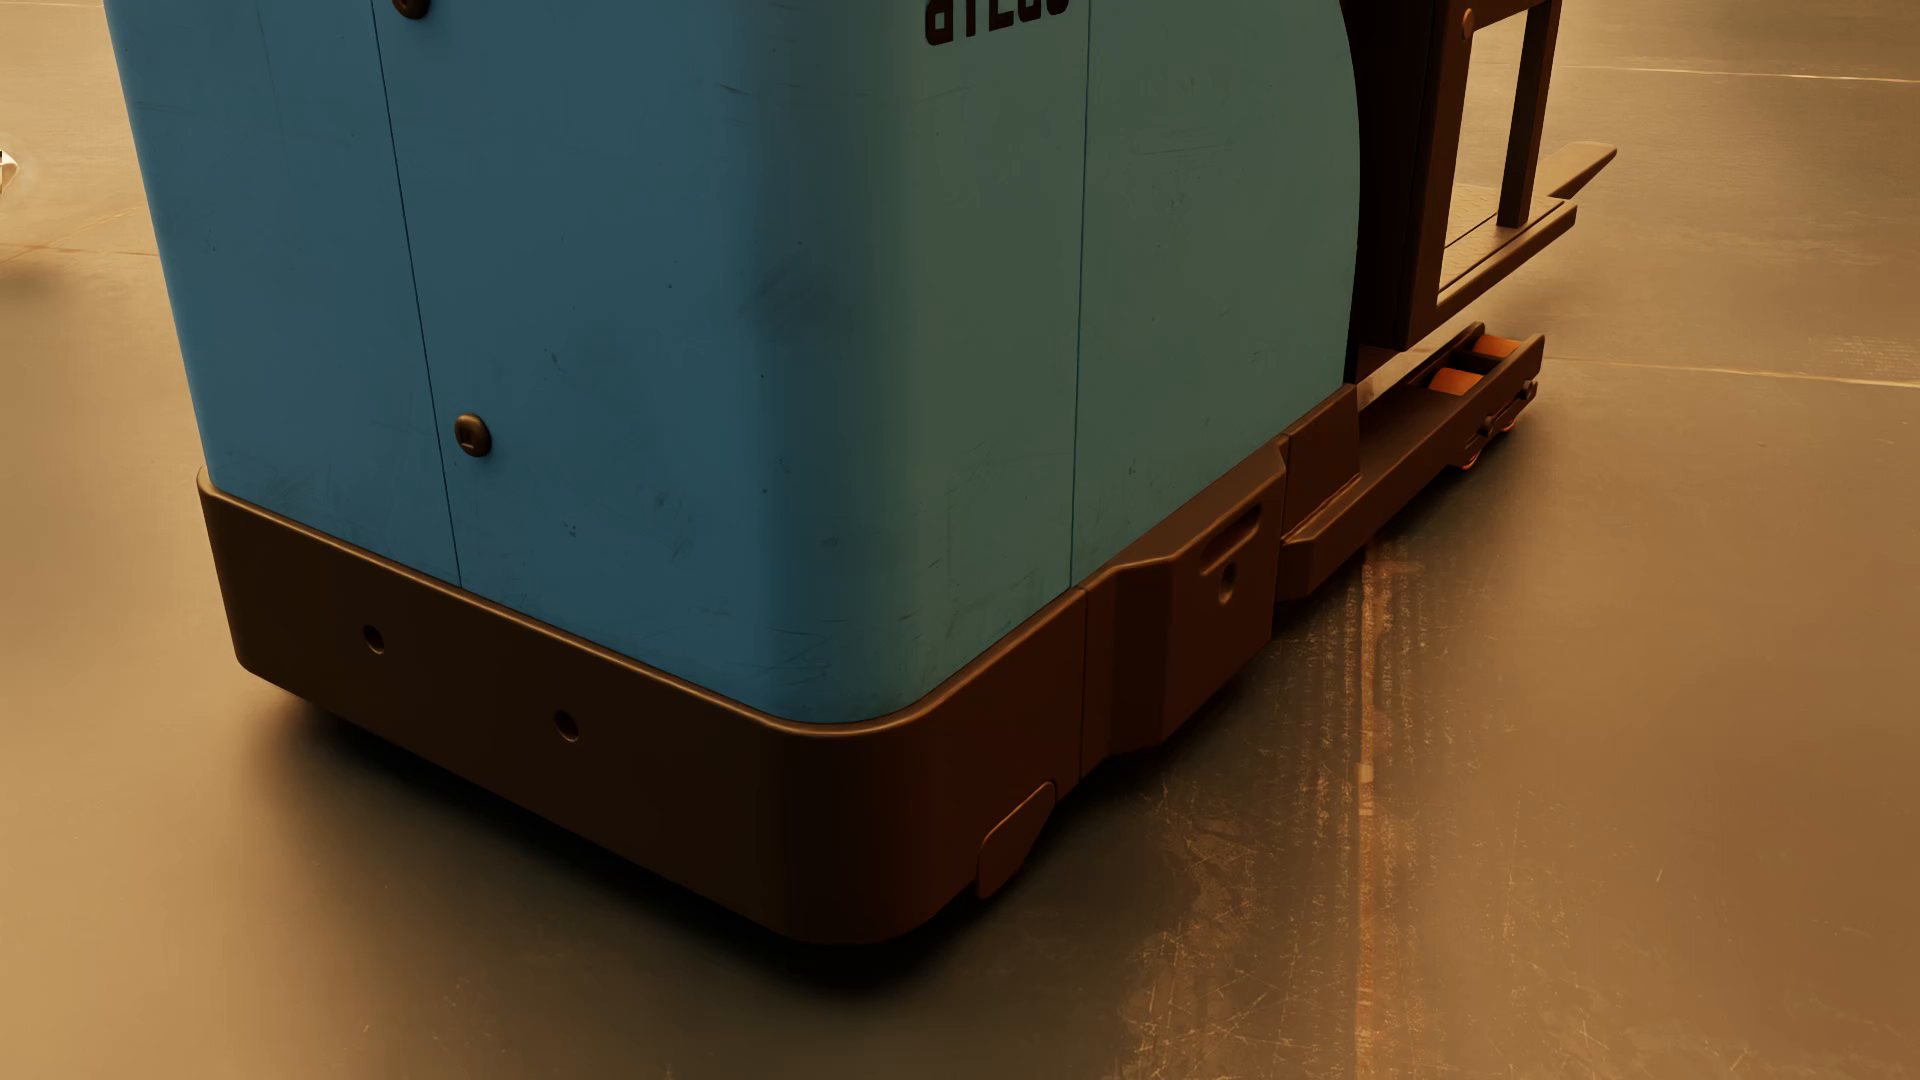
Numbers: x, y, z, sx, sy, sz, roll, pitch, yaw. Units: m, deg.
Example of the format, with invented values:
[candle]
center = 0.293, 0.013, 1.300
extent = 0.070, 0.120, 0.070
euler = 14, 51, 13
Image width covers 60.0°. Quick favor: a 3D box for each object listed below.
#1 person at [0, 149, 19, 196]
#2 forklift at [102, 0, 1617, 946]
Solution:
[person]
center = -2.393, -1.287, 3.348
extent = 0.533, 1.547, 0.595
euler = 2, 27, 4
[forklift]
center = 0.349, -1.534, 2.287
extent = 1.130, 2.935, 3.031
euler = 17, 32, 31
